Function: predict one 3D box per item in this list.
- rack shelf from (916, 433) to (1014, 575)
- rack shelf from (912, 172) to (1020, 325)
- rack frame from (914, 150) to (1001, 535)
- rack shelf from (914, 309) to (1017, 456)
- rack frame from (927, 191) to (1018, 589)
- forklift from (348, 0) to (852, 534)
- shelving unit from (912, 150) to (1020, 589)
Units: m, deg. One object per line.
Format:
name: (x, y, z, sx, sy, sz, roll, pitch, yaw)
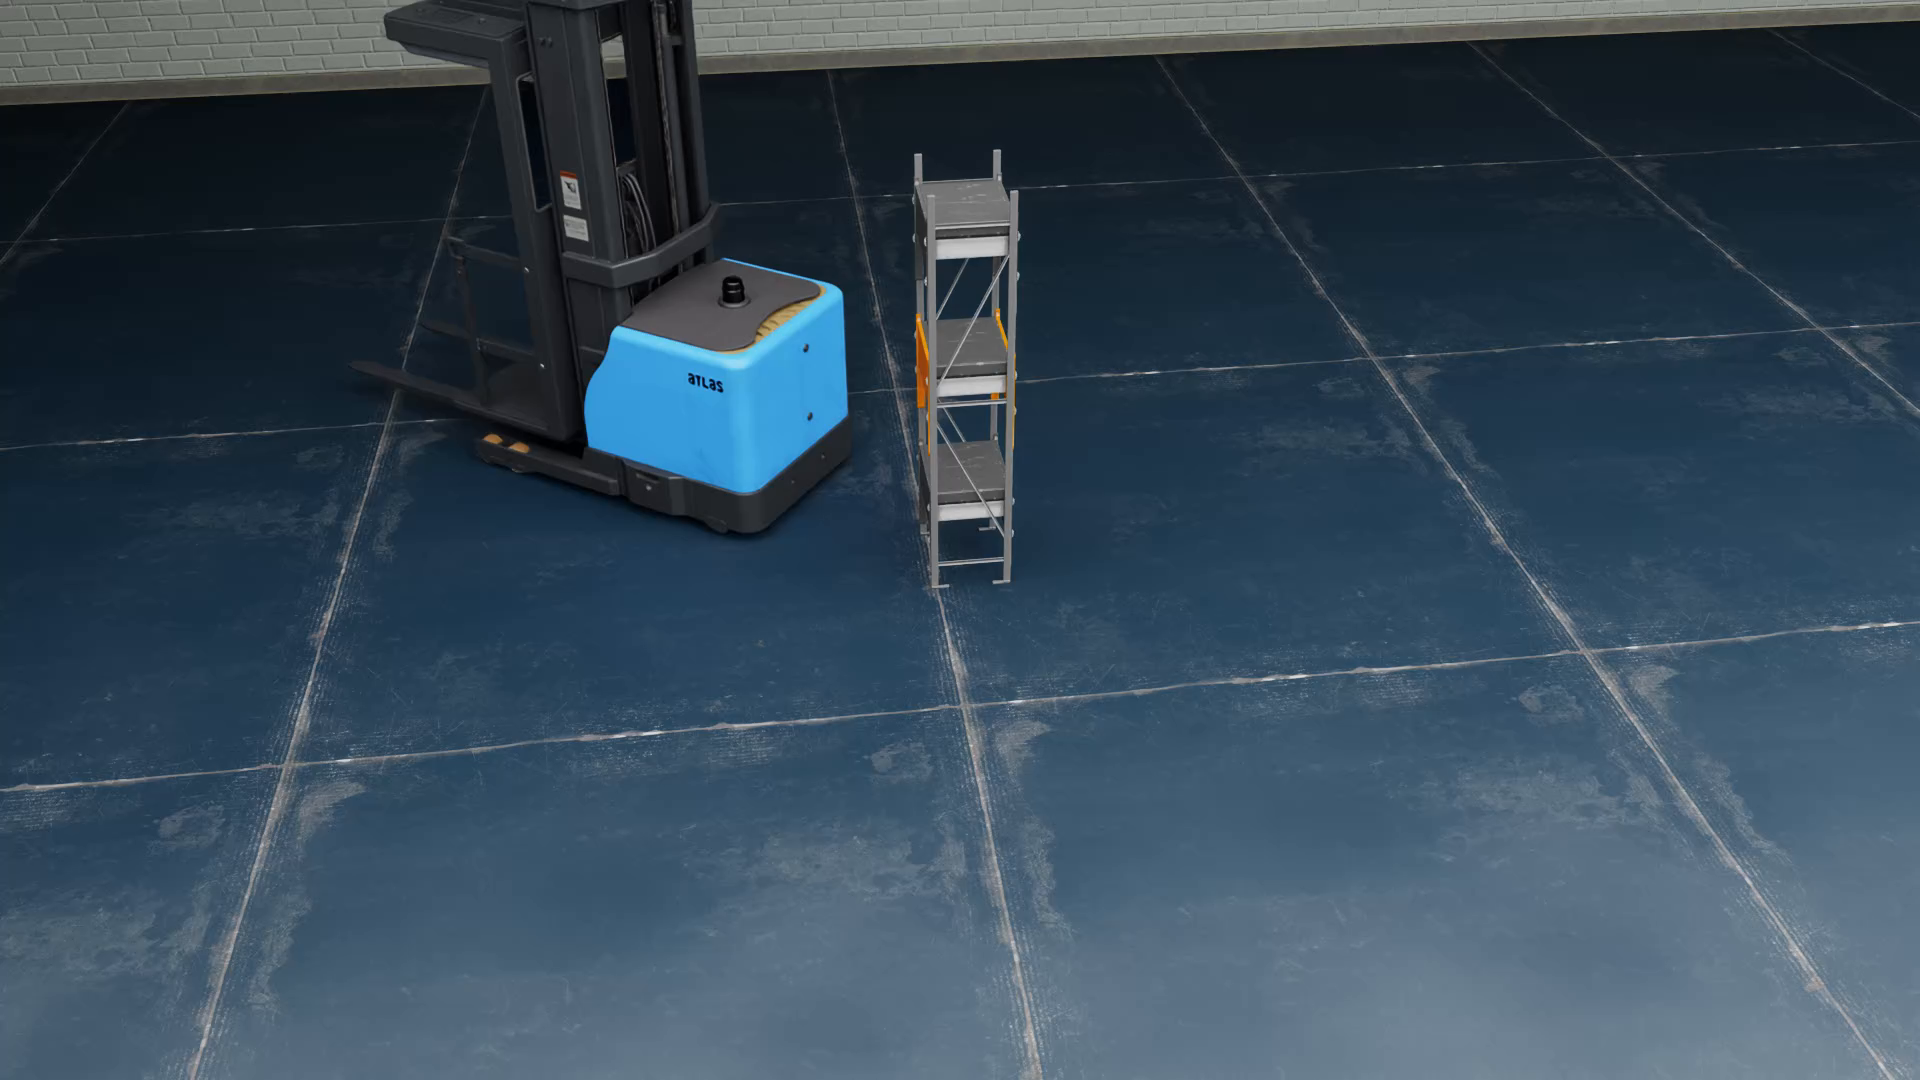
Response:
rack shelf: (0.022, -0.186, 8.425, 0.431, 0.518, 0.480, -4, 35, -6)
rack shelf: (0.022, -1.342, 7.637, 0.431, 0.518, 0.480, -4, 35, -6)
rack frame: (-0.011, -0.911, 8.223, 0.400, 2.100, 0.015, -4, 35, -6)
rack shelf: (0.022, -0.764, 8.031, 0.431, 0.518, 0.480, -4, 35, -6)
rack frame: (0.055, -0.639, 7.823, 0.400, 2.100, 0.015, -4, 35, -6)
forklift: (-2.150, -1.829, 8.832, 3.031, 2.935, 1.130, 17, 38, 23)
shelving unit: (0.022, -0.775, 8.023, 0.431, 2.100, 0.503, -4, 35, -6)
